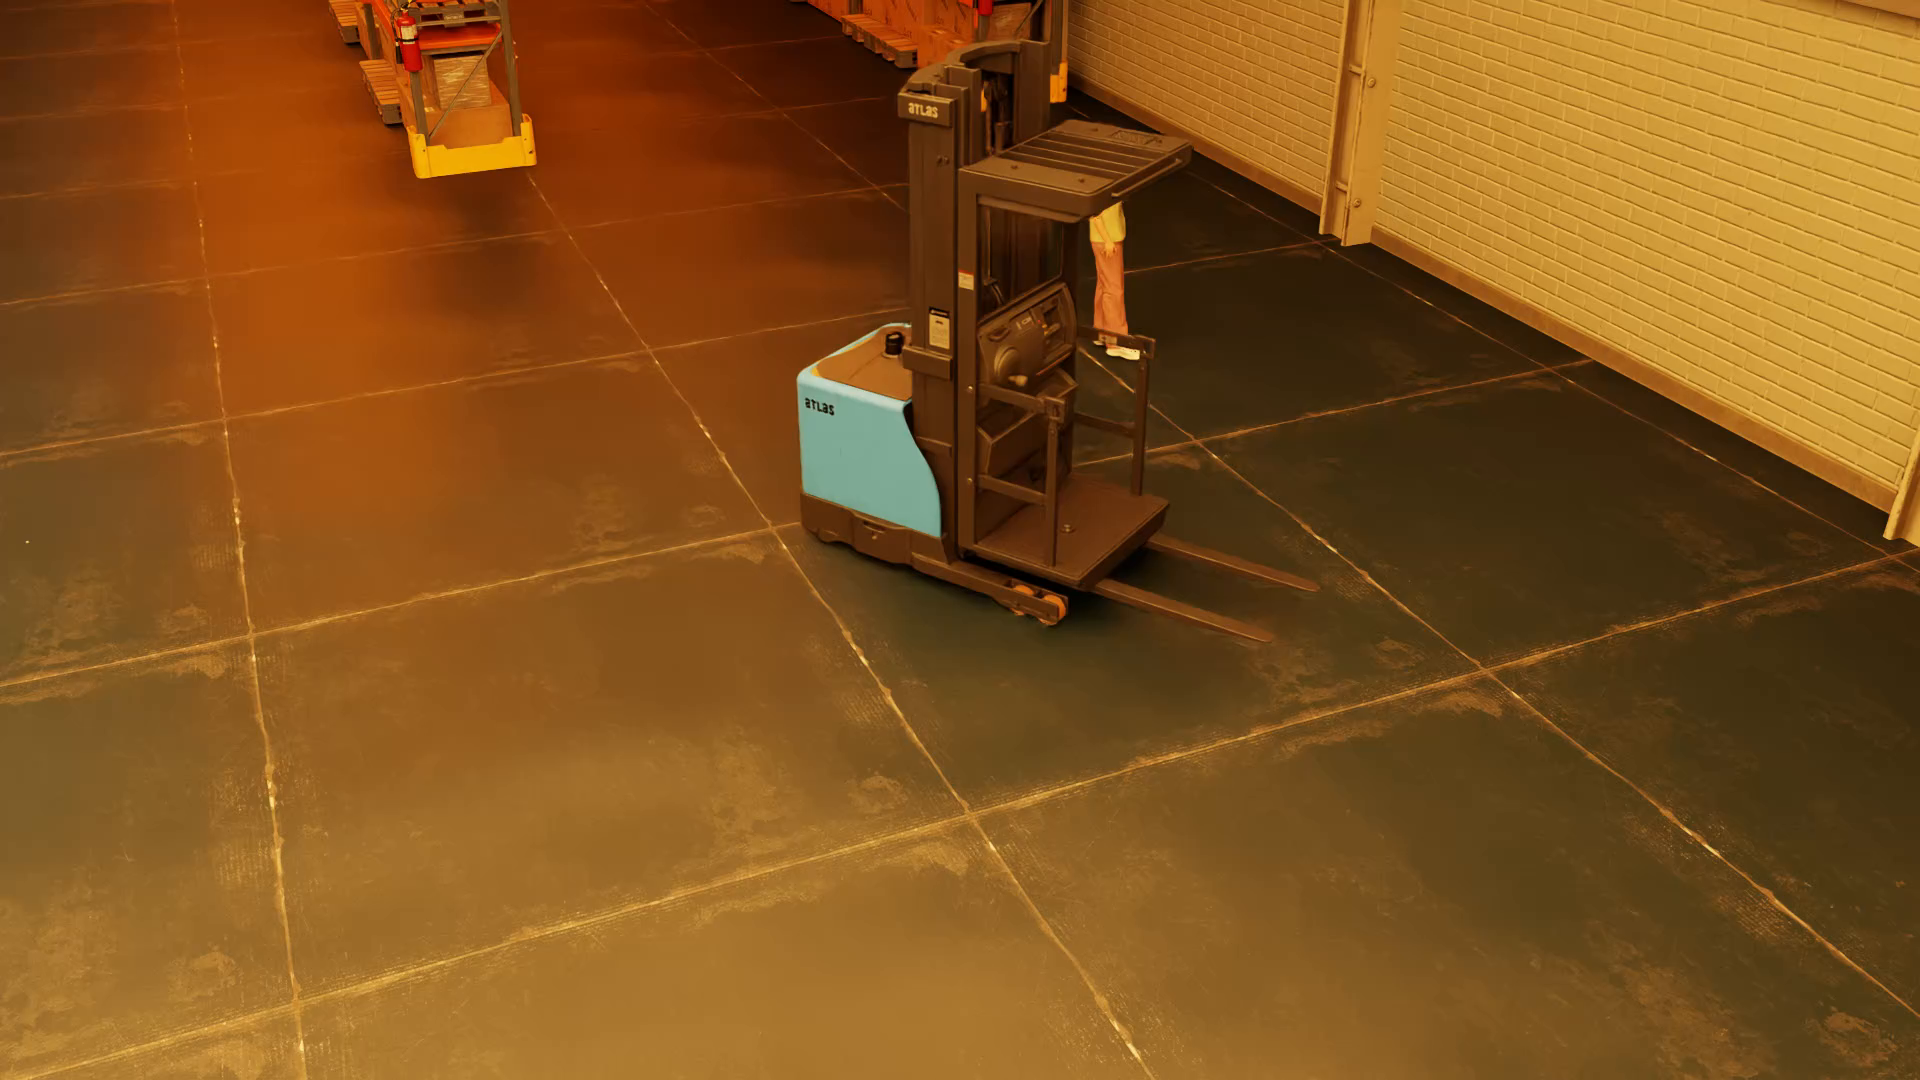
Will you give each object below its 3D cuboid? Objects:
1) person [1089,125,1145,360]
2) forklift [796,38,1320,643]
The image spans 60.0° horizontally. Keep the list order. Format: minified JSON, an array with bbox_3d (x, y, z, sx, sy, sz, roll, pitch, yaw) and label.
[{"bbox_3d":[1.162,-2.210,12.237,0.549,1.672,0.552,5,30,9],"label":"person"},{"bbox_3d":[0.545,-1.099,9.042,3.031,2.935,1.130,18,34,29],"label":"forklift"}]
